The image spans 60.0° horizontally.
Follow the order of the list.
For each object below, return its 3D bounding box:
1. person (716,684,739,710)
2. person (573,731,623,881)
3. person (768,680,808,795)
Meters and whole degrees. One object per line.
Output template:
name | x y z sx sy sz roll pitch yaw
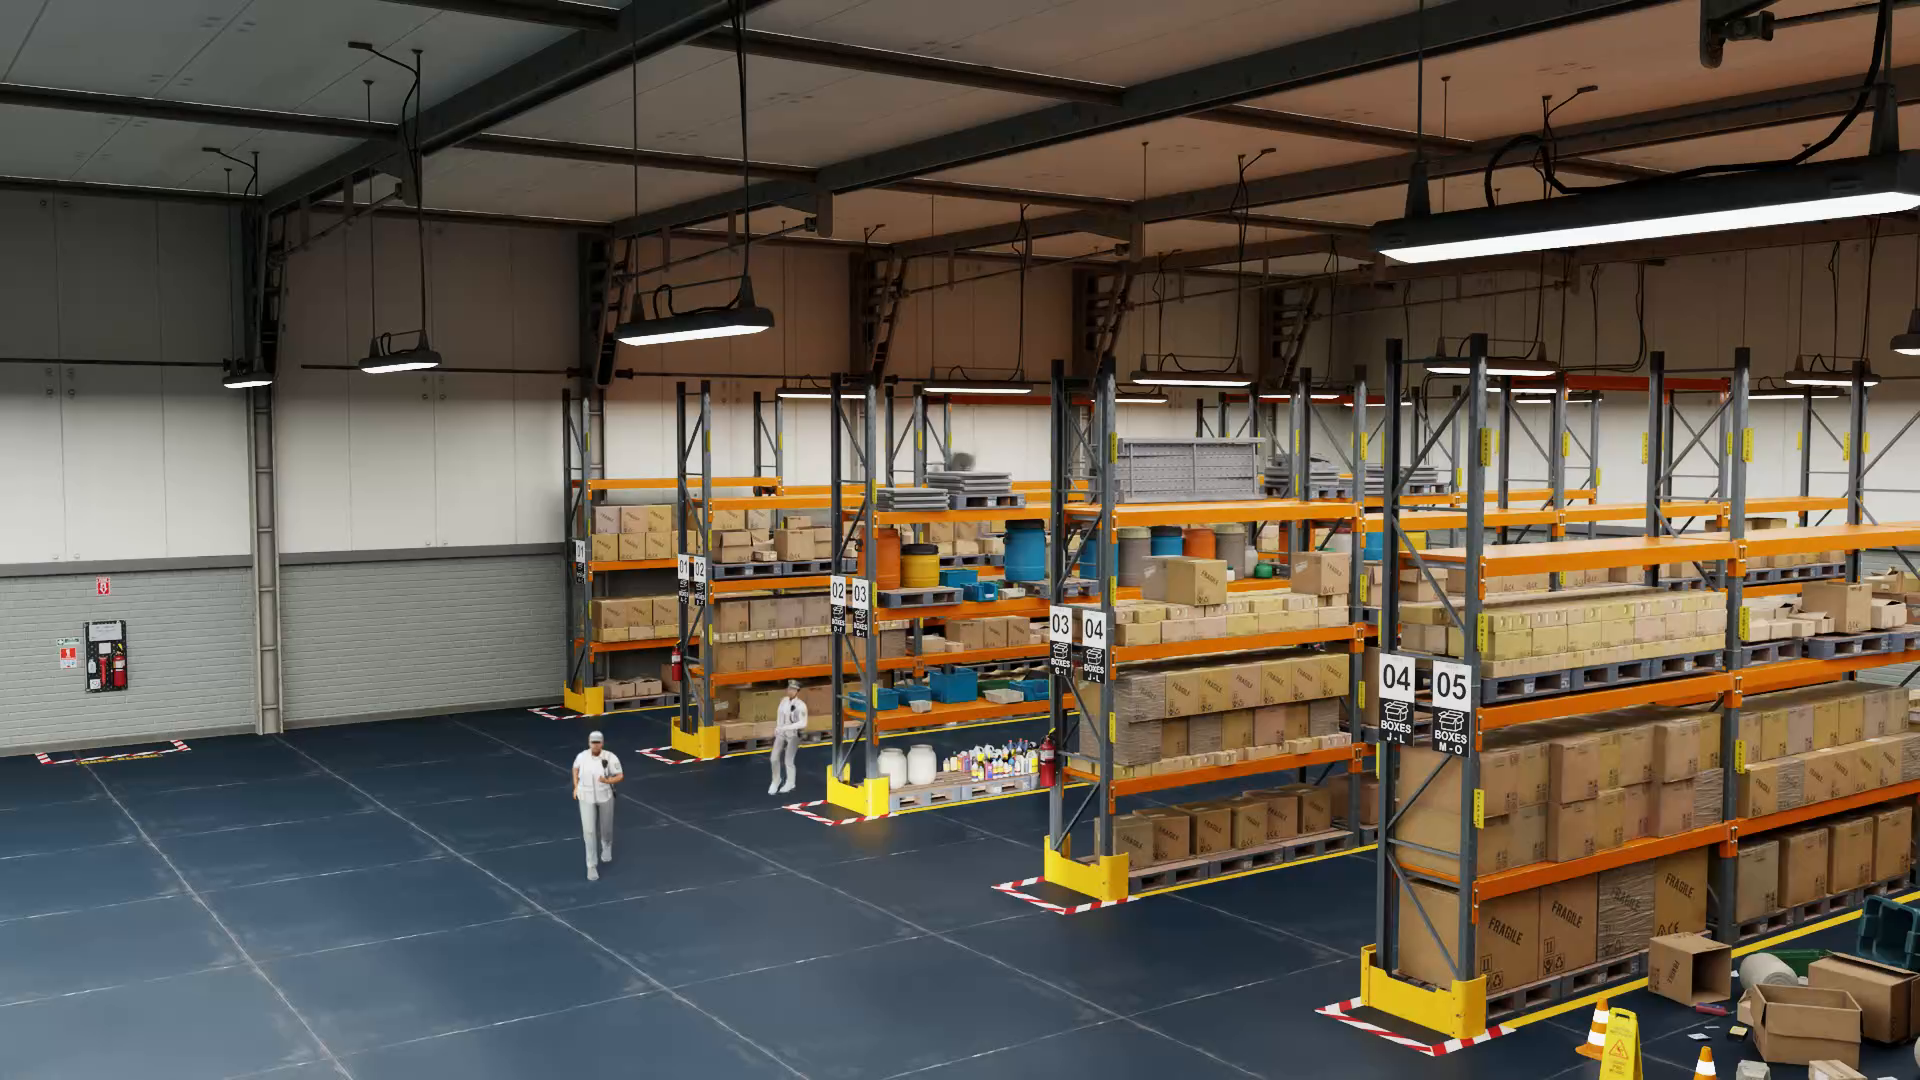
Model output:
person | -4.186 2.448 28.960 0.634 1.730 0.718 -2 4 -34
person | -4.248 3.061 19.511 0.599 1.661 0.937 -1 4 -9
person | -2.435 2.816 23.745 0.611 1.681 0.619 1 4 21
